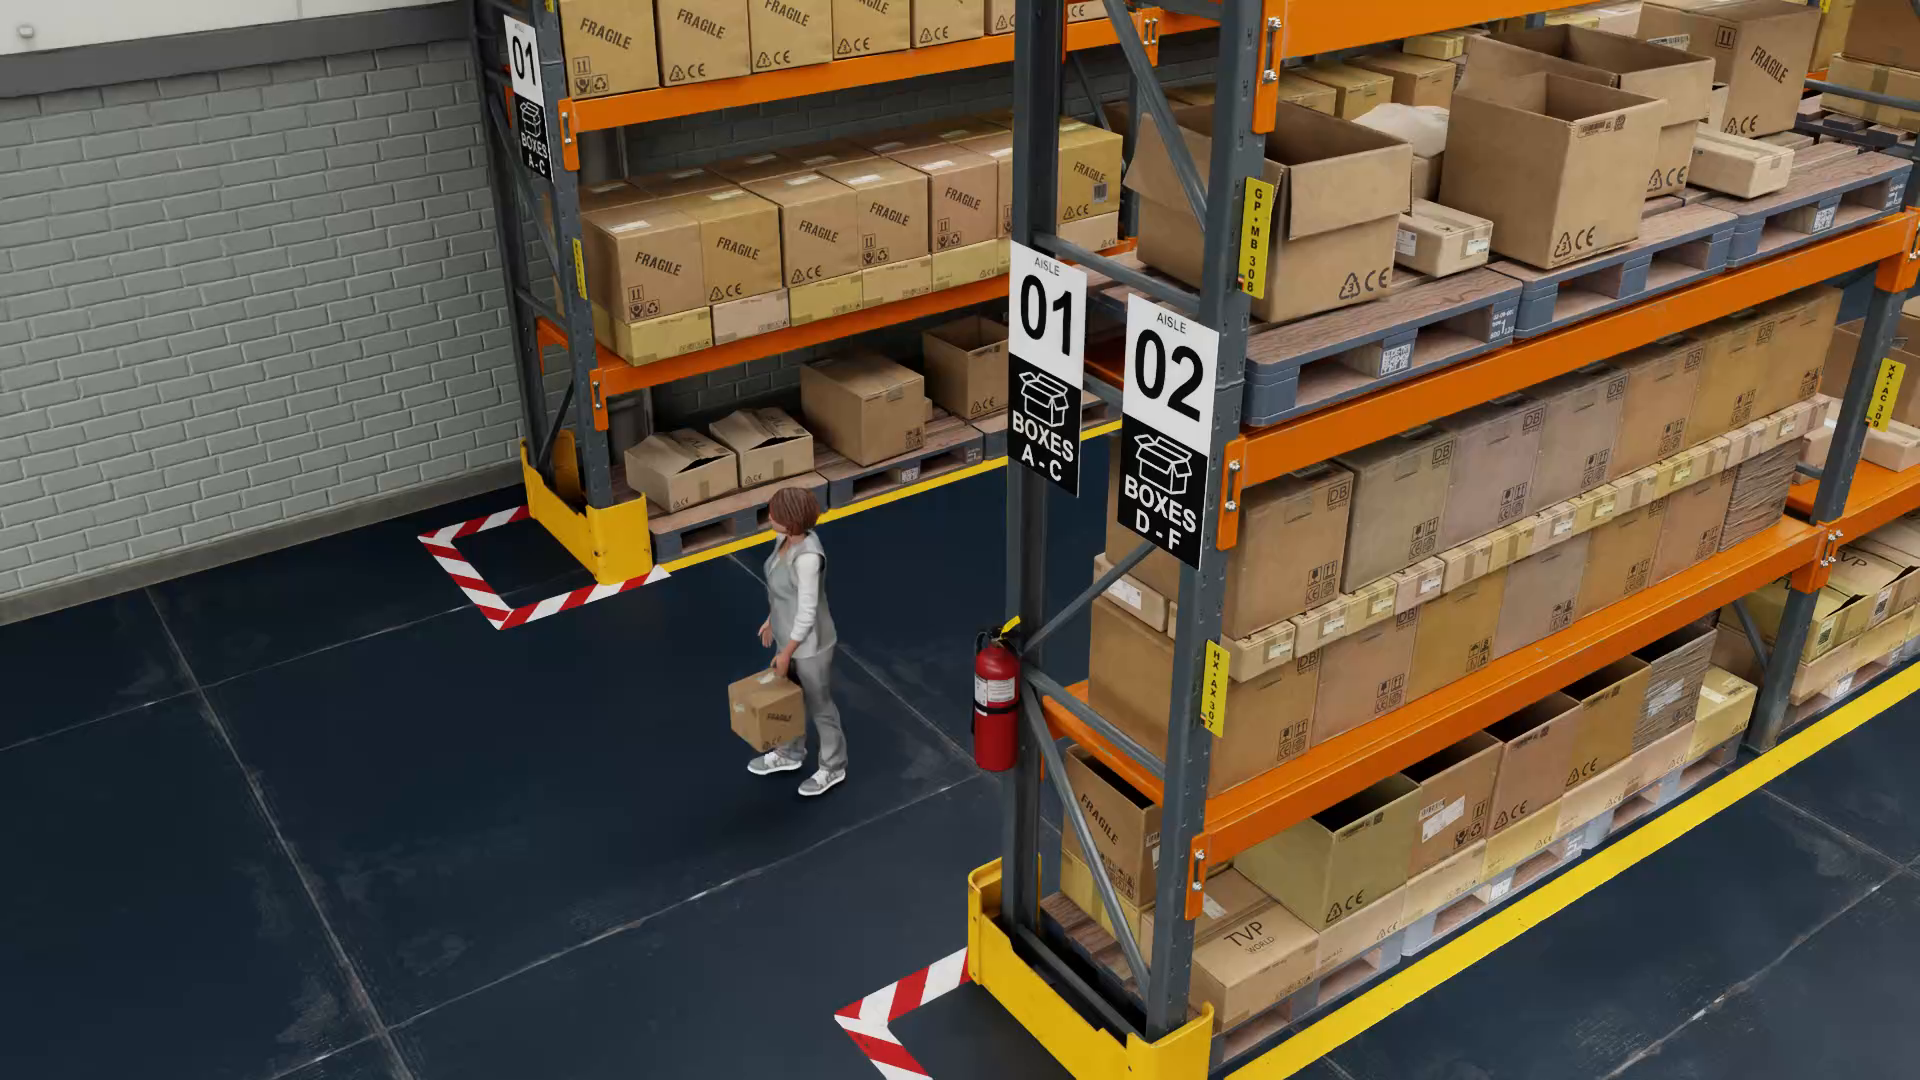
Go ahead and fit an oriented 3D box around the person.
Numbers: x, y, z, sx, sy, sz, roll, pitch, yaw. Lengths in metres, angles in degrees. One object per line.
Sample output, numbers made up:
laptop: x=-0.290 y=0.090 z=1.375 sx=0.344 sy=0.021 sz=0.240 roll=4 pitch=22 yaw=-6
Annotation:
person: x=-0.785 y=0.476 z=7.762 sx=0.494 sy=1.604 sz=0.437 roll=-8 pitch=30 yaw=-15
